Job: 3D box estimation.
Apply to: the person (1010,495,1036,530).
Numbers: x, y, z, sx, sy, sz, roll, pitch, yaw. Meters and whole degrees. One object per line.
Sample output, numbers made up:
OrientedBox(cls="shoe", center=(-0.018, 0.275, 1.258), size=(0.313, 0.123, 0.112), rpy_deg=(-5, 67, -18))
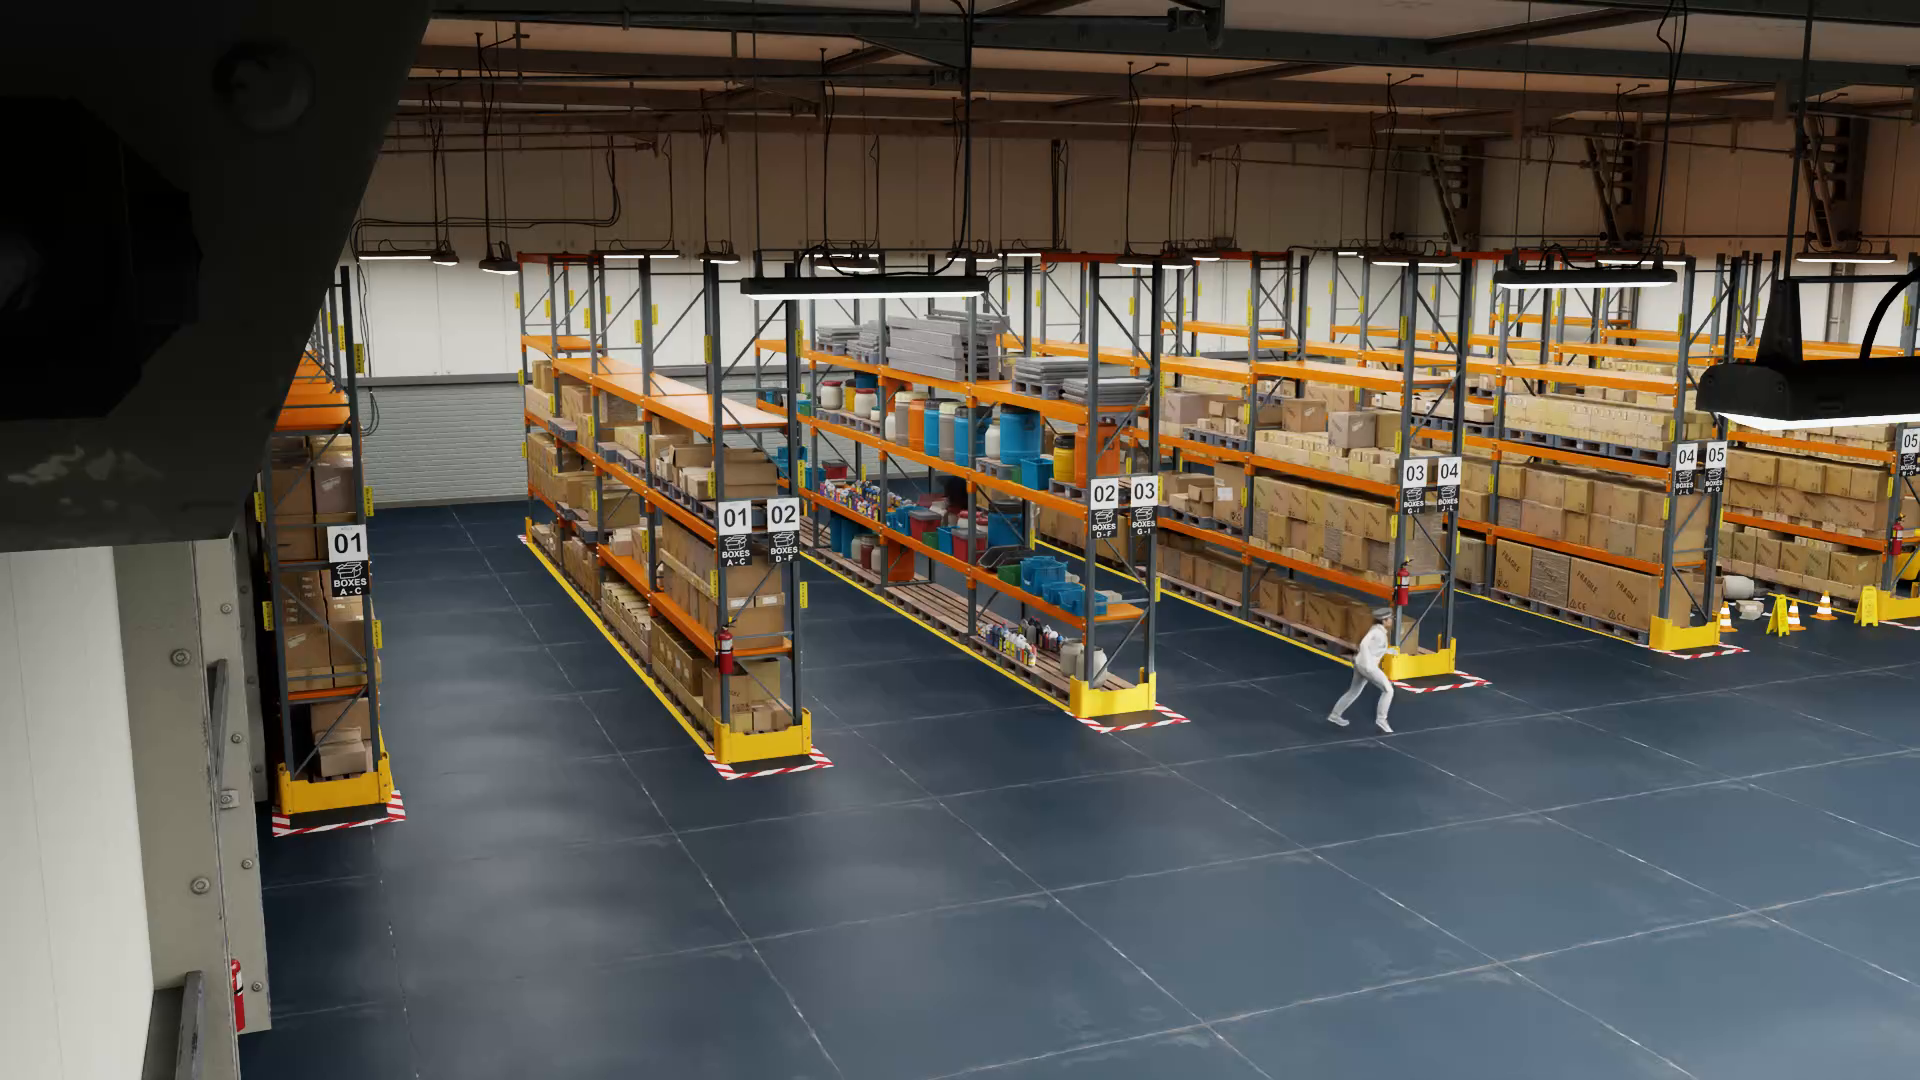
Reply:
OrientedBox(cls="person", center=(1.269, -0.470, 32.768), size=(0.657, 1.638, 0.810), rpy_deg=(-6, 12, -28))

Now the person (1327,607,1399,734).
OrientedBox(cls="person", center=(5.209, 1.677, 21.400), size=(0.877, 1.669, 0.631), rpy_deg=(1, 10, 5))
